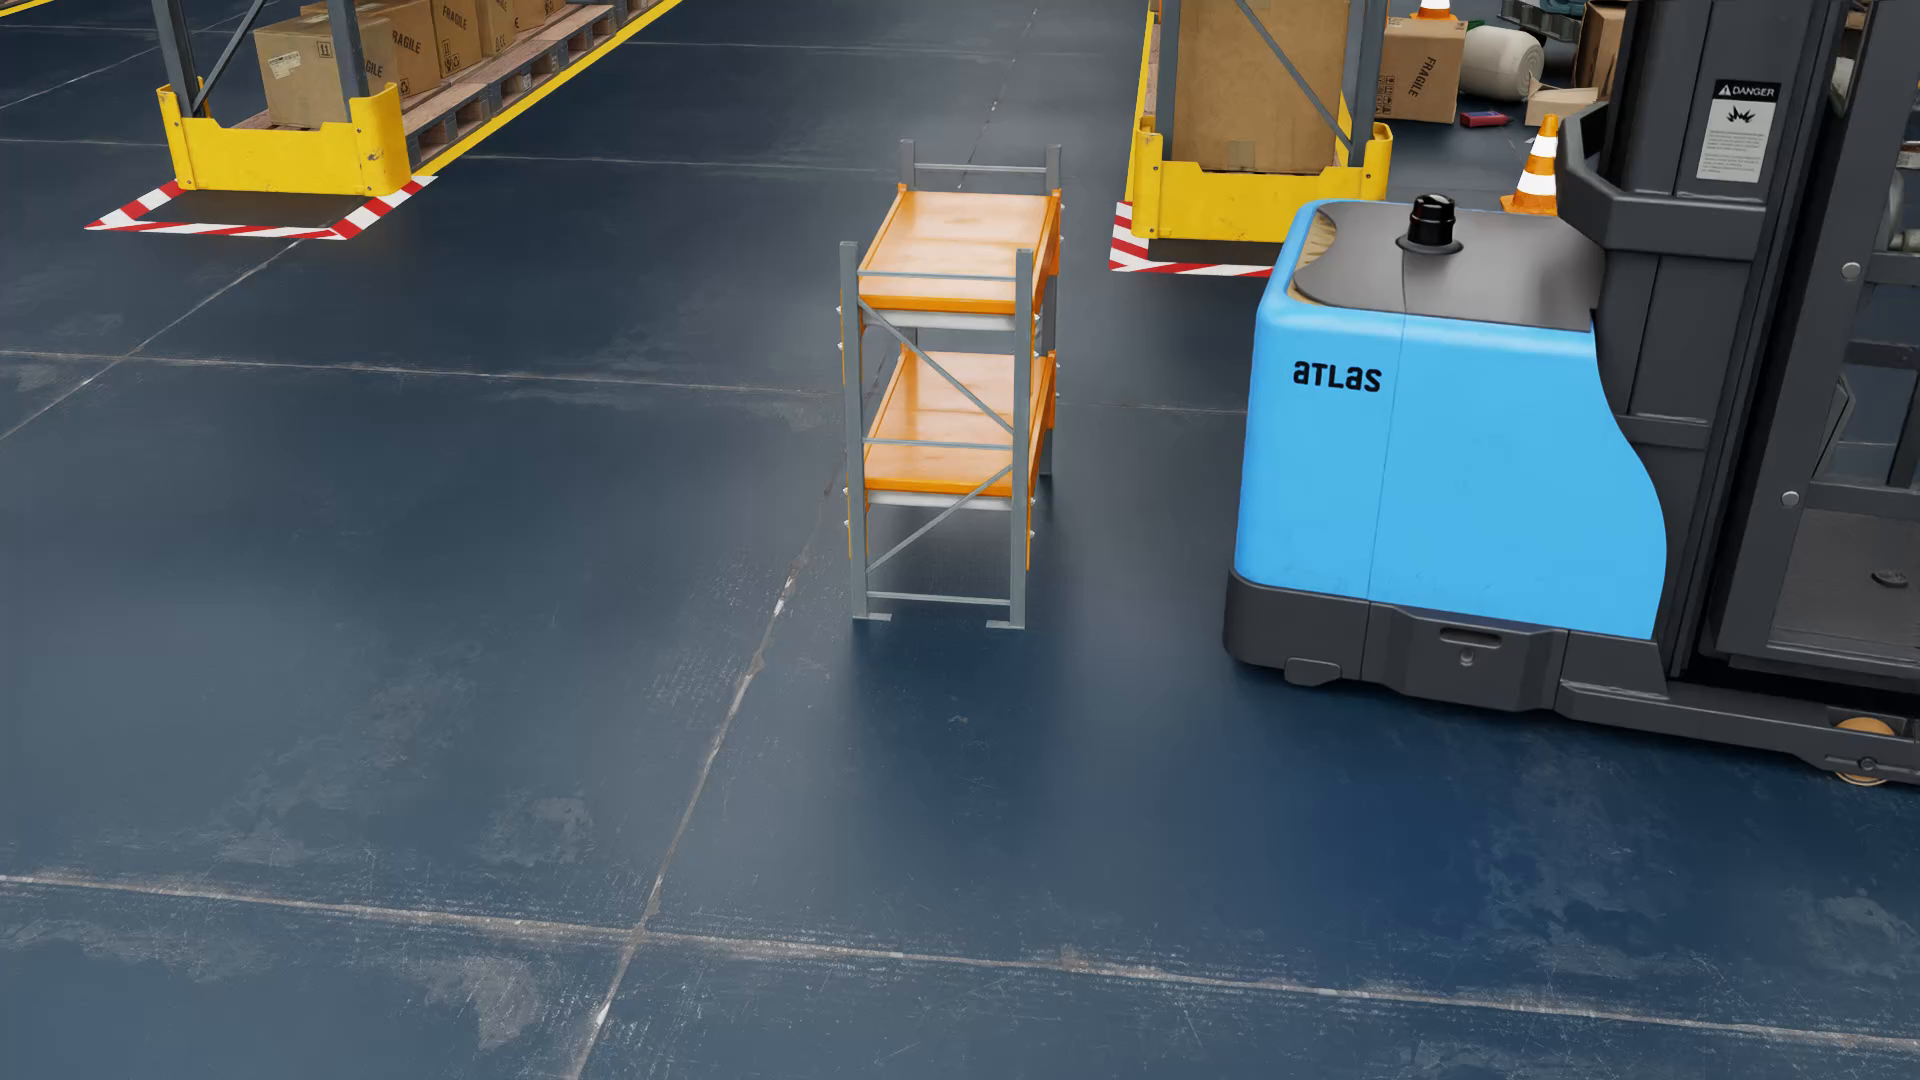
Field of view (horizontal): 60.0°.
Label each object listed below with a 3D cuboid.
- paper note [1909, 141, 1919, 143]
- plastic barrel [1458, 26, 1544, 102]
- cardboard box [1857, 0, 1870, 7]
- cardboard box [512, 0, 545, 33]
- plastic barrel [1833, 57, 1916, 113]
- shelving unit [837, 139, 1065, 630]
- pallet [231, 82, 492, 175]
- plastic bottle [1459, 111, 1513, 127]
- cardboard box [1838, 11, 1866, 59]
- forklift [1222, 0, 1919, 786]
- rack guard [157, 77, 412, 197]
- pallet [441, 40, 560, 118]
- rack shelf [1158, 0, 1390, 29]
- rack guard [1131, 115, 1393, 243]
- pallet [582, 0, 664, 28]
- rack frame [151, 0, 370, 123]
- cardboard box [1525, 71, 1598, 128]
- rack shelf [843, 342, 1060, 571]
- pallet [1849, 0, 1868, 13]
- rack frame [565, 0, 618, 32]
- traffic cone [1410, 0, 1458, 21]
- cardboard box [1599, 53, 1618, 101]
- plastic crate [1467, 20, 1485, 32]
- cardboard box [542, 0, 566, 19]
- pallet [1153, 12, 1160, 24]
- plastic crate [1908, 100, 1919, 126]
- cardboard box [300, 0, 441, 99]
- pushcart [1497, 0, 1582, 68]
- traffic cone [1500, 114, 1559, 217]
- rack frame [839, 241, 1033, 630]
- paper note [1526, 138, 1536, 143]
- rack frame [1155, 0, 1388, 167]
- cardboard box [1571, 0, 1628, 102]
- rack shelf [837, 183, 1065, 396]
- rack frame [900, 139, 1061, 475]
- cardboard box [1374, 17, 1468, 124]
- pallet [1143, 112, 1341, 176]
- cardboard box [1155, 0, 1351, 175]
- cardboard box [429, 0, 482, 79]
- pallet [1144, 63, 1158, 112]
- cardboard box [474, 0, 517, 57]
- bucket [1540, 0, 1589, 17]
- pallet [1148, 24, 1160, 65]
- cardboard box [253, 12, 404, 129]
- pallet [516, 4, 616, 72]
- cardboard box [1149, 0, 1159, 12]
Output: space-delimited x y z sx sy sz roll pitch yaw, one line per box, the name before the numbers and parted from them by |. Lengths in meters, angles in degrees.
paper note | 5.451 -2.237 9.370 0.142 0.019 0.148 -6 29 -11
plastic barrel | 3.292 -2.944 10.269 0.421 0.421 0.512 -24 36 -37
cardboard box | 6.980 -4.075 11.980 0.950 0.372 0.625 5 29 9
cardboard box | -3.153 -3.666 11.085 0.500 0.500 0.500 13 31 22
plastic barrel | 5.094 -2.505 9.453 0.421 0.421 0.512 -24 36 -37
shelving unit | 0.001 -0.498 4.989 0.538 1.125 1.048 3 28 6
pallet | -3.348 -2.343 9.377 1.003 0.211 1.213 3 28 6
plastic bottle | 3.100 -2.478 9.785 0.283 0.061 0.133 -6 29 -11
cardboard box | 5.352 -2.937 10.172 0.500 0.500 0.500 -24 36 -37
forklift | 2.296 -0.937 3.899 3.031 2.935 1.130 8 29 15
rack guard | -3.482 -2.090 8.602 1.175 0.500 0.348 3 28 6
pallet | -3.196 -2.916 10.440 1.003 0.211 1.213 3 28 6
rack shelf | 1.664 -3.444 9.238 1.077 0.370 4.000 3 28 6
rack guard | 1.416 -1.707 7.892 1.175 0.500 0.348 3 28 6
pallet | -2.908 -4.177 12.780 1.003 0.211 1.213 3 28 6
rack frame | -3.492 -3.155 7.943 1.000 3.000 0.127 3 28 6
cardboard box | 3.526 -2.582 9.763 0.396 0.266 0.258 8 29 15
rack shelf | 0.001 -0.283 5.105 0.538 0.278 1.000 3 28 6
pallet | 6.928 -3.601 11.711 1.003 0.211 1.213 3 28 6
rack frame | -3.002 -5.038 11.438 1.000 3.000 0.127 3 28 6
traffic cone | 3.572 -4.128 12.425 0.336 0.463 0.334 3 28 6
cardboard box | 4.046 -2.454 9.274 0.797 0.503 0.637 -17 33 -29
plastic crate | 3.187 -3.331 11.175 0.450 0.188 0.662 9 28 37
cardboard box | -3.090 -3.936 11.586 0.500 0.500 0.500 3 28 5
pallet | 1.928 -3.842 12.158 1.003 0.211 1.213 3 28 6
plastic crate | 5.827 -2.485 9.778 0.402 0.080 0.583 -6 29 -11
cardboard box | -3.359 -2.816 9.506 0.500 0.500 0.500 11 30 19
pushcart | 4.565 -3.416 11.193 1.648 0.377 0.936 -6 29 -11
traffic cone | 2.893 -1.870 8.232 0.336 0.463 0.334 3 28 6
rack frame | -0.061 -0.259 4.545 0.500 1.125 0.032 3 28 6
paper note | 3.252 -2.275 9.463 0.032 0.001 0.123 20 34 32
rack frame | 1.418 -2.819 7.320 1.000 3.000 0.127 3 28 6
cardboard box | 4.153 -2.954 10.060 0.797 0.637 0.503 3 28 6
rack shelf | 0.001 -0.756 4.850 0.538 0.278 1.000 3 28 6
rack frame | 0.063 -0.738 5.433 0.500 1.125 0.032 3 28 6
cardboard box | 2.737 -2.812 9.940 0.500 0.500 0.500 8 29 15
pallet | 1.439 -1.972 8.688 1.003 0.211 1.213 3 28 6
cardboard box | 1.436 -2.391 8.324 0.875 0.875 0.875 4 29 6
cardboard box | -3.264 -3.109 10.051 0.500 0.500 0.500 6 29 11
pallet | 1.591 -2.545 9.751 1.003 0.211 1.213 3 28 6
cardboard box | -3.151 -3.369 10.534 0.500 0.500 0.500 1 28 2
bucket | 4.180 -3.732 10.863 0.726 0.611 0.620 14 21 24
pallet | 1.738 -3.121 10.820 1.003 0.211 1.213 3 28 6
cardboard box | -3.399 -2.532 8.980 0.500 0.500 0.500 9 30 16
pallet | -3.049 -3.492 11.509 1.003 0.211 1.213 3 28 6
cardboard box | 1.895 -4.194 11.801 1.050 0.750 0.750 3 28 6
